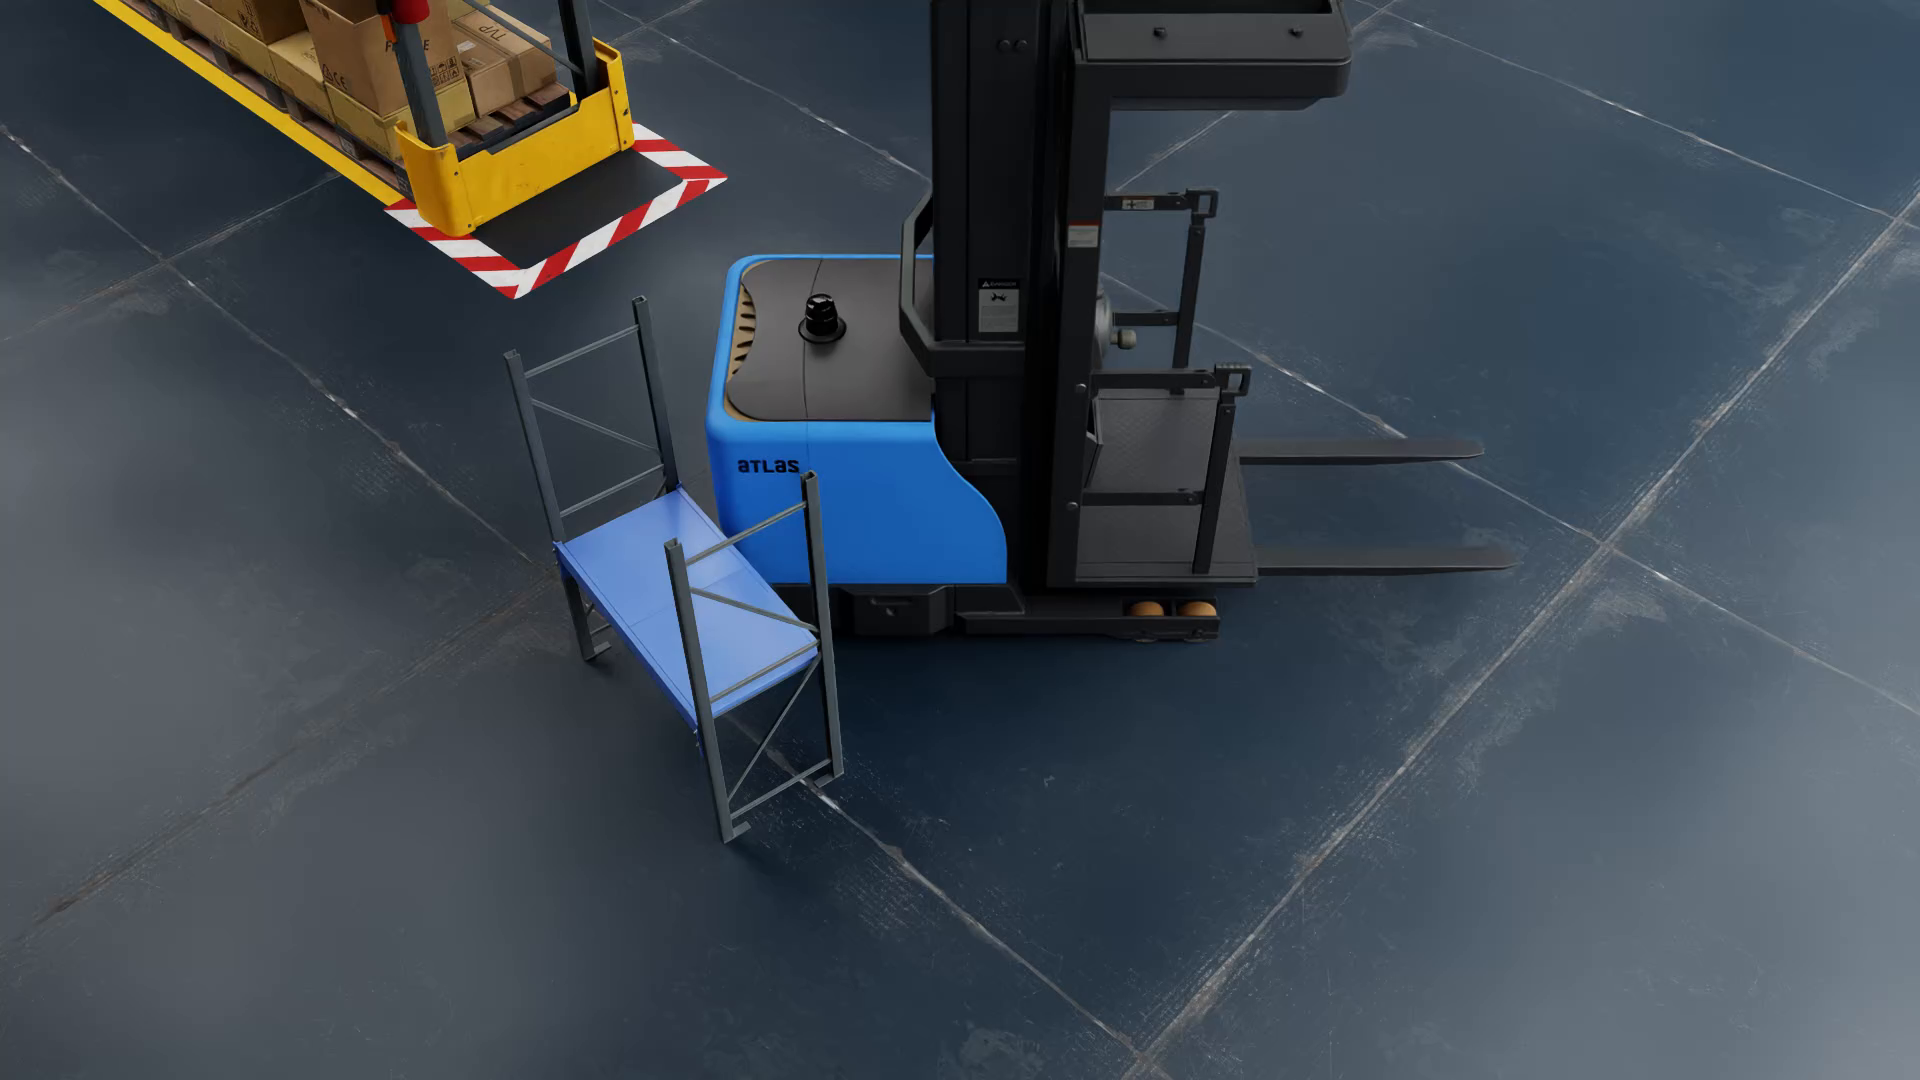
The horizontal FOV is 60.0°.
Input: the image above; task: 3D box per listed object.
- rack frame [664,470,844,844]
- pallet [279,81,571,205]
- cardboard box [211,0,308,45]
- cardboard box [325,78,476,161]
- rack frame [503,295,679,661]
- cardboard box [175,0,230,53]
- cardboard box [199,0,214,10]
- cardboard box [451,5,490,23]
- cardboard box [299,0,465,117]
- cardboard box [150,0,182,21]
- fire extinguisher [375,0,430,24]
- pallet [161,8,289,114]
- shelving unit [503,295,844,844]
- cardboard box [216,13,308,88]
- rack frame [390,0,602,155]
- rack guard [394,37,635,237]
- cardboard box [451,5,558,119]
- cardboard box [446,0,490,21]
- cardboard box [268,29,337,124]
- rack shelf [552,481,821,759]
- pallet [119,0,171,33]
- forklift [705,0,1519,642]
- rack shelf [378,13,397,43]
[{"bbox_3d":[-0.626,0.423,5.324,0.500,1.500,0.032,-28,53,-24],"label":"rack frame"},{"bbox_3d":[-2.806,-2.300,8.764,1.213,0.211,1.003,34,55,28],"label":"pallet"},{"bbox_3d":[-3.556,-2.950,8.546,0.500,0.500,0.500,34,55,28],"label":"cardboard box"},{"bbox_3d":[-2.810,-2.208,8.363,0.500,0.250,0.500,34,55,28],"label":"cardboard box"},{"bbox_3d":[-1.231,-0.172,5.883,0.500,1.500,0.032,-28,53,-24],"label":"rack frame"},{"bbox_3d":[-3.921,-2.943,9.054,0.500,0.250,0.500,34,55,28],"label":"cardboard box"},{"bbox_3d":[-3.923,-3.198,8.779,0.500,0.500,0.500,34,55,28],"label":"cardboard box"},{"bbox_3d":[-2.829,-2.730,8.854,0.500,0.250,0.500,34,55,28],"label":"cardboard box"},{"bbox_3d":[-2.812,-2.463,8.089,0.500,0.500,0.500,34,55,28],"label":"cardboard box"},{"bbox_3d":[-4.292,-3.187,9.283,0.500,0.250,0.500,34,55,28],"label":"cardboard box"},{"bbox_3d":[-2.444,-2.565,7.153,0.183,0.674,0.296,34,55,28],"label":"fire extinguisher"},{"bbox_3d":[-3.698,-2.903,9.331,1.213,0.211,1.003,34,55,28],"label":"pallet"},{"bbox_3d":[-0.929,0.126,5.603,0.538,1.500,1.048,-28,53,-24],"label":"shelving unit"},{"bbox_3d":[-3.554,-2.695,8.821,0.500,0.250,0.500,34,55,28],"label":"cardboard box"},{"bbox_3d":[-2.216,-2.898,7.414,0.127,3.000,1.000,34,55,28],"label":"rack frame"},{"bbox_3d":[-2.198,-2.031,8.314,0.348,0.500,1.175,34,55,28],"label":"rack guard"},{"bbox_3d":[-2.459,-2.485,8.624,0.500,0.250,0.500,34,55,28],"label":"cardboard box"},{"bbox_3d":[-2.828,-2.988,8.582,0.500,0.500,0.500,34,55,28],"label":"cardboard box"},{"bbox_3d":[-3.186,-2.449,8.589,0.500,0.250,0.500,34,55,28],"label":"cardboard box"},{"bbox_3d":[-0.929,0.249,5.734,0.538,0.185,1.000,-28,53,-24],"label":"rack shelf"},{"bbox_3d":[-4.599,-3.506,9.897,1.213,0.211,1.003,34,55,28],"label":"pallet"},{"bbox_3d":[0.625,-1.001,5.680,3.031,2.935,1.130,0,47,0],"label":"forklift"},{"bbox_3d":[-3.685,-3.641,8.604,4.000,0.370,1.077,34,55,28],"label":"rack shelf"}]
